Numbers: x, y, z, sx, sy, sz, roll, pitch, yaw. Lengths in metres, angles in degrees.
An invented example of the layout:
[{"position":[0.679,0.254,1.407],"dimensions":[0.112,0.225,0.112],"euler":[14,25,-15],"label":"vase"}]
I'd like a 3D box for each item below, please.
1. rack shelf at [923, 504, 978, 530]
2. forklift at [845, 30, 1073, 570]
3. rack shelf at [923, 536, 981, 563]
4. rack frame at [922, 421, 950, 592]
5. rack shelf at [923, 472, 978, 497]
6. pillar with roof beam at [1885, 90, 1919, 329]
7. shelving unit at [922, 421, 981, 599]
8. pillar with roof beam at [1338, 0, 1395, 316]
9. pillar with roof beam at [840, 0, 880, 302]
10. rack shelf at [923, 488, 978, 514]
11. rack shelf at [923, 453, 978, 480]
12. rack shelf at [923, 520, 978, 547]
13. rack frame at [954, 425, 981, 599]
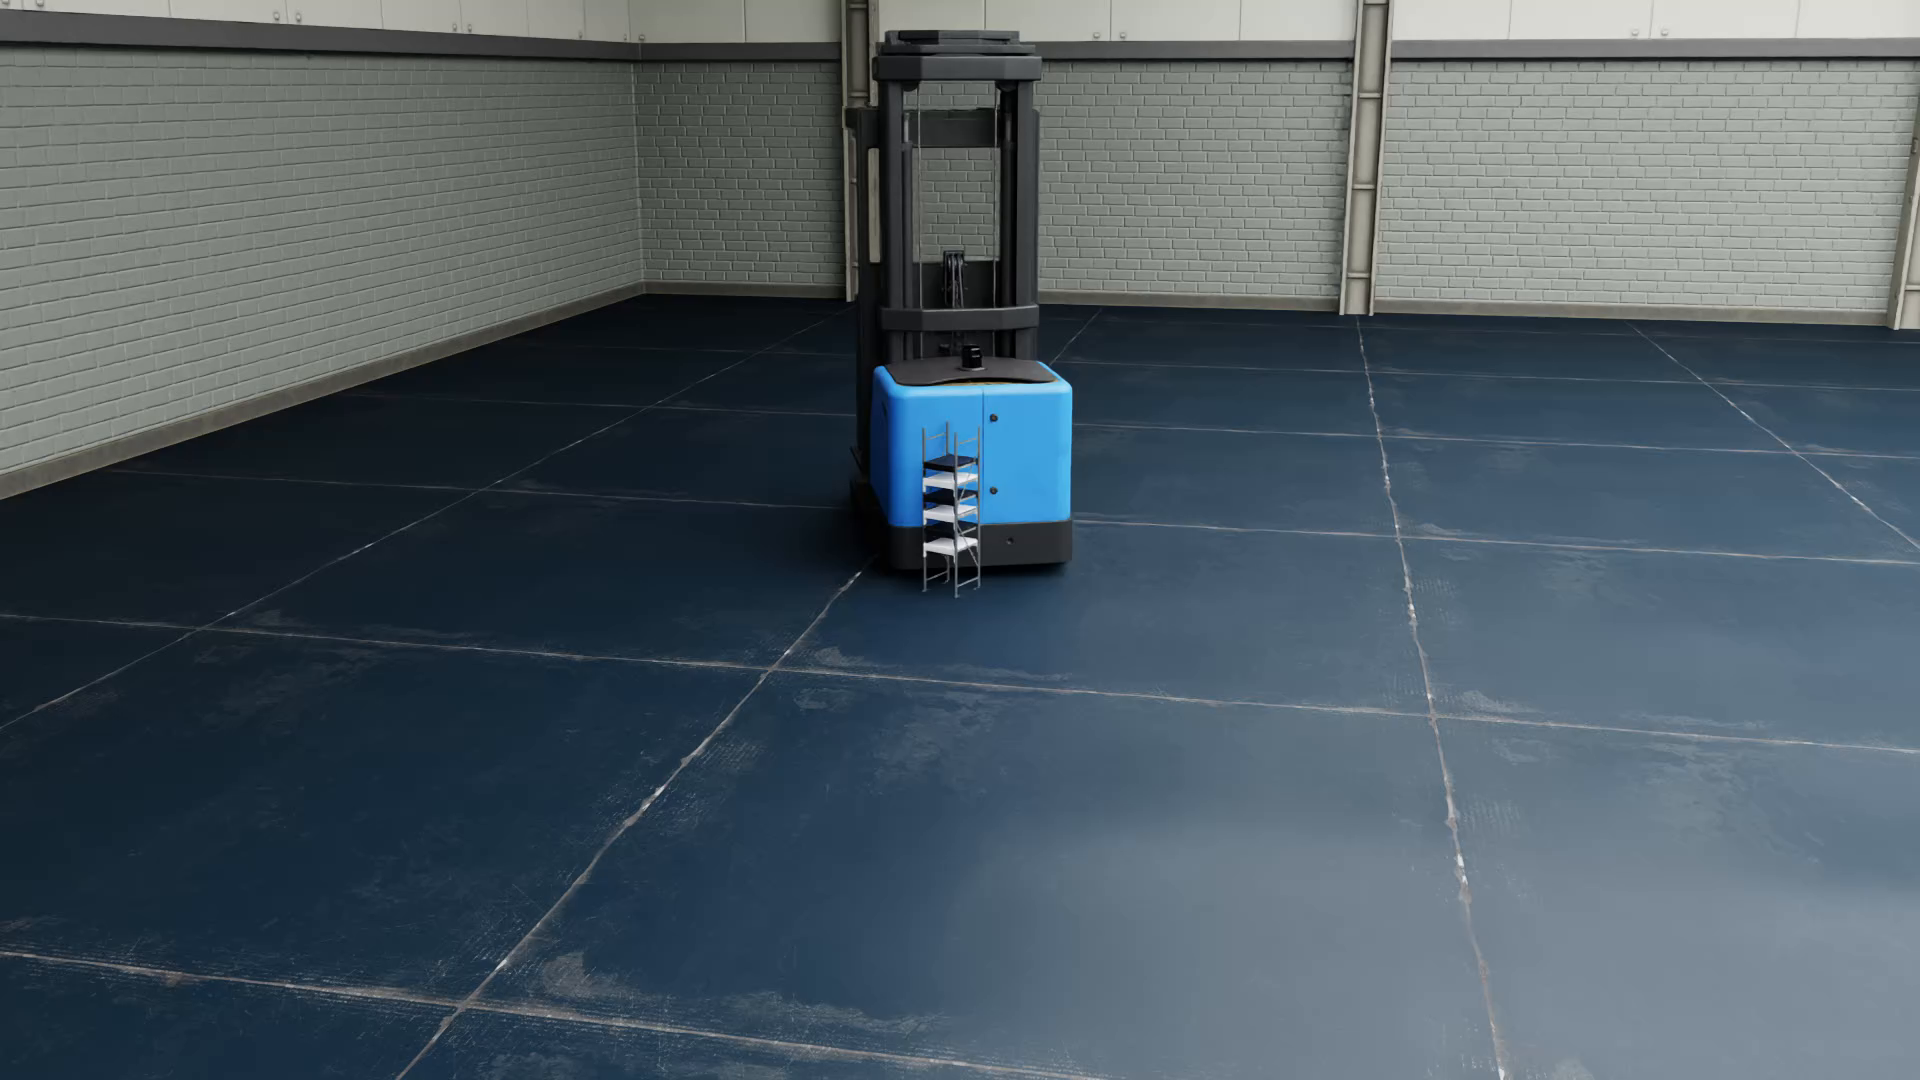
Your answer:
[{"position":[-0.043,-0.131,8.904],"dimensions":[0.200,0.077,0.258],"euler":[10,19,33],"label":"rack shelf"},{"position":[-0.113,-1.597,10.266],"dimensions":[1.130,2.935,3.031],"euler":[-2,16,-9],"label":"forklift"},{"position":[-0.043,0.042,8.952],"dimensions":[0.200,0.077,0.258],"euler":[10,19,33],"label":"rack shelf"},{"position":[-0.127,-0.178,8.951],"dimensions":[0.006,0.900,0.240],"euler":[10,19,33],"label":"rack frame"},{"position":[-0.043,-0.305,8.856],"dimensions":[0.200,0.077,0.258],"euler":[10,19,33],"label":"rack shelf"},{"position":[9.705,-5.573,13.255],"dimensions":[0.400,9.000,9.100],"euler":[3,16,11],"label":"pillar with roof beam"},{"position":[-0.043,-0.163,8.895],"dimensions":[0.210,0.900,0.258],"euler":[10,19,33],"label":"shelving unit"},{"position":[3.825,-5.892,14.407],"dimensions":[0.400,9.000,9.100],"euler":[3,16,11],"label":"pillar with roof beam"},{"position":[-2.054,-6.212,15.560],"dimensions":[0.400,9.000,9.100],"euler":[3,16,11],"label":"pillar with roof beam"},{"position":[-0.043,-0.218,8.880],"dimensions":[0.200,0.077,0.258],"euler":[10,19,33],"label":"rack shelf"},{"position":[-0.043,-0.391,8.832],"dimensions":[0.200,0.077,0.258],"euler":[10,19,33],"label":"rack shelf"},{"position":[-0.043,-0.044,8.928],"dimensions":[0.200,0.077,0.258],"euler":[10,19,33],"label":"rack shelf"},{"position":[0.041,-0.148,8.840],"dimensions":[0.006,0.900,0.240],"euler":[10,19,33],"label":"rack frame"}]
